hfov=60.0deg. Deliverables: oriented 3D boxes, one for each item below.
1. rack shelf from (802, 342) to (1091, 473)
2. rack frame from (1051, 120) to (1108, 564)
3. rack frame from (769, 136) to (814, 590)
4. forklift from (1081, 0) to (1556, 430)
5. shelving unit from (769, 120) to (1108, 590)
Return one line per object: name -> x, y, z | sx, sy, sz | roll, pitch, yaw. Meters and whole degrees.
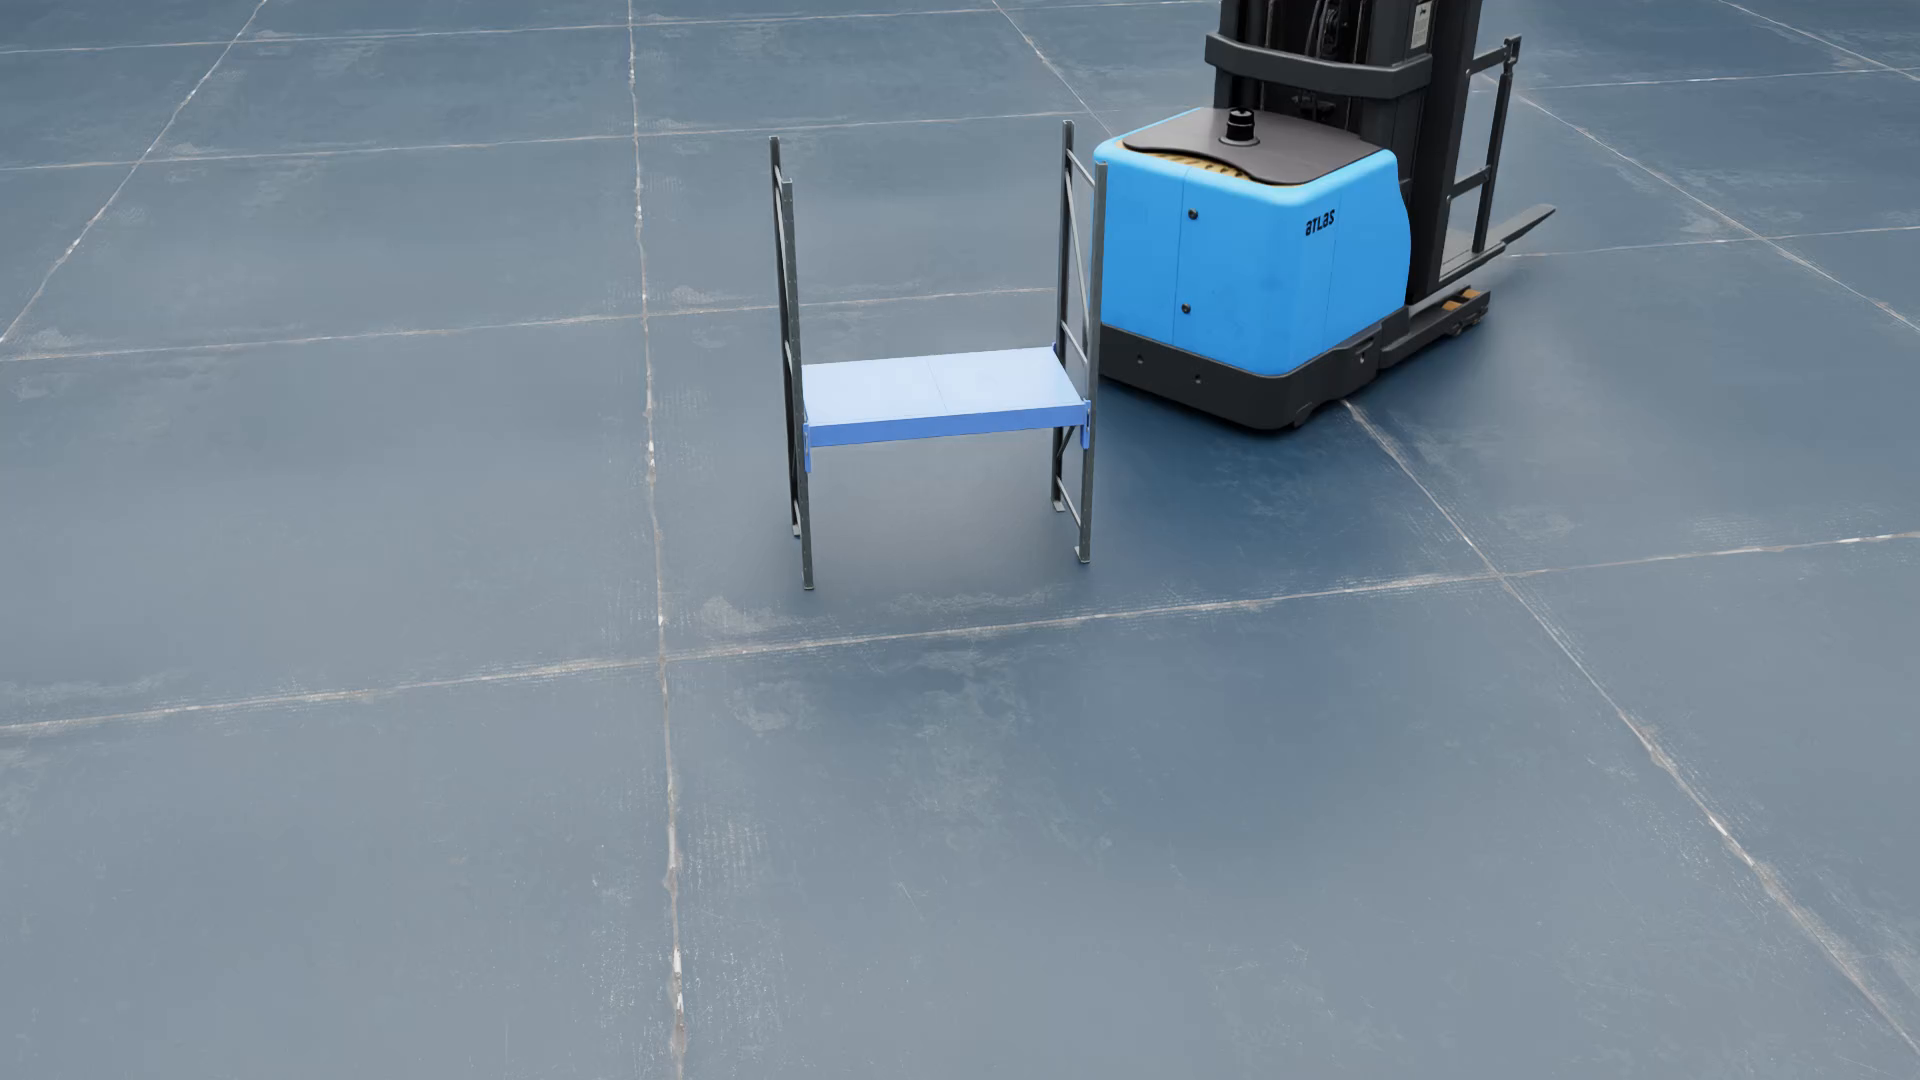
rack shelf -> -0.084, -0.484, 5.948 | 1.000, 0.185, 0.538 | -5, 31, -9
rack frame -> 0.416, -0.685, 5.936 | 0.032, 1.500, 0.500 | -5, 31, -9
rack frame -> -0.584, -0.592, 5.778 | 0.032, 1.500, 0.500 | -5, 31, -9
forklift -> 1.902, -2.382, 7.410 | 1.130, 2.935, 3.031 | 24, 38, 35
shelving unit -> -0.084, -0.639, 5.857 | 1.048, 1.500, 0.538 | -5, 31, -9
